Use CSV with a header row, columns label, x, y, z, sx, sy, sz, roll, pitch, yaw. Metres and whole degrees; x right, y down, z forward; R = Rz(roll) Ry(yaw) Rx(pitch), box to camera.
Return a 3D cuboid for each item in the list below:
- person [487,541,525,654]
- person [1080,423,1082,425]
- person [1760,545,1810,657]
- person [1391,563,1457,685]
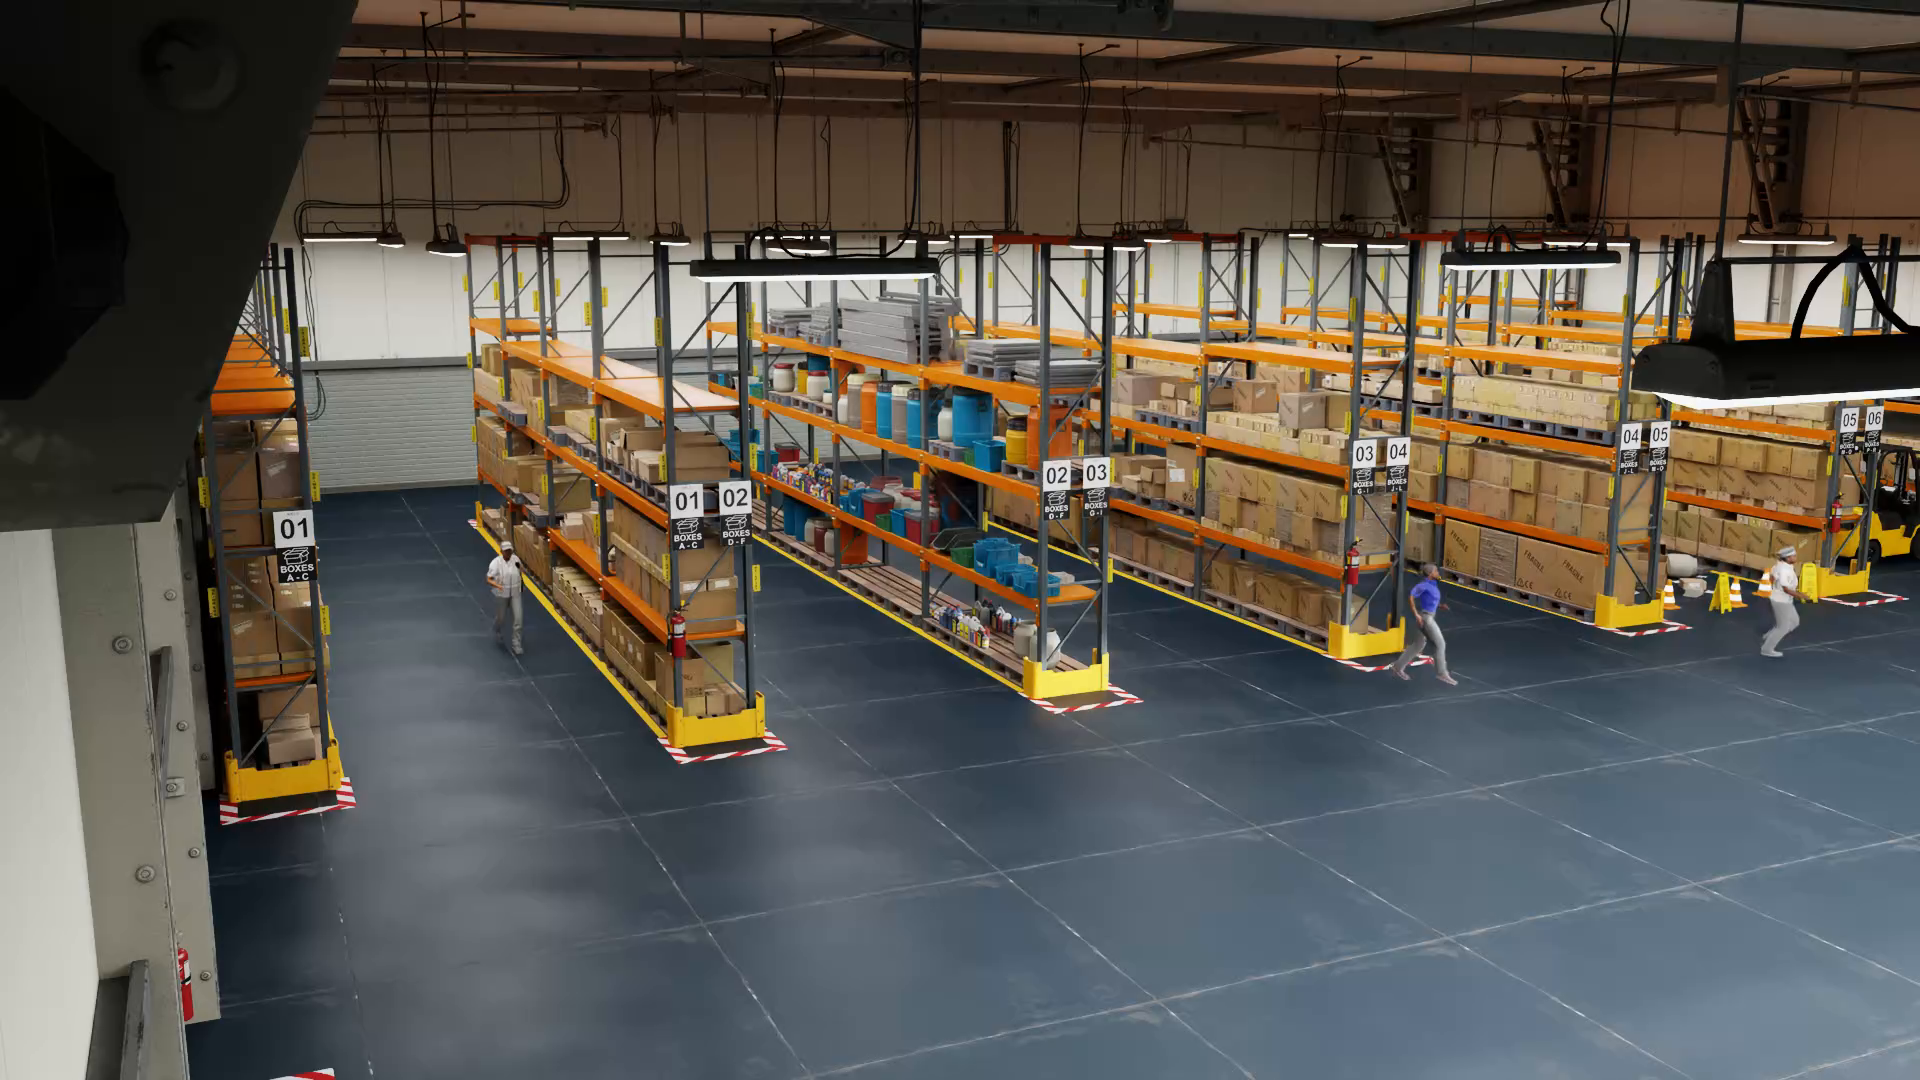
label,x,y,z,sx,sy,sz,roll,pitch,yaw
person,-6.720,0.808,24.645,0.592,1.655,0.886,-7,13,-31
person,2.842,-1.957,39.095,0.530,1.614,0.666,-3,11,-15
person,12.016,0.883,24.161,0.572,1.649,0.615,5,12,22
person,6.430,1.166,22.884,0.893,1.548,0.560,4,12,18
